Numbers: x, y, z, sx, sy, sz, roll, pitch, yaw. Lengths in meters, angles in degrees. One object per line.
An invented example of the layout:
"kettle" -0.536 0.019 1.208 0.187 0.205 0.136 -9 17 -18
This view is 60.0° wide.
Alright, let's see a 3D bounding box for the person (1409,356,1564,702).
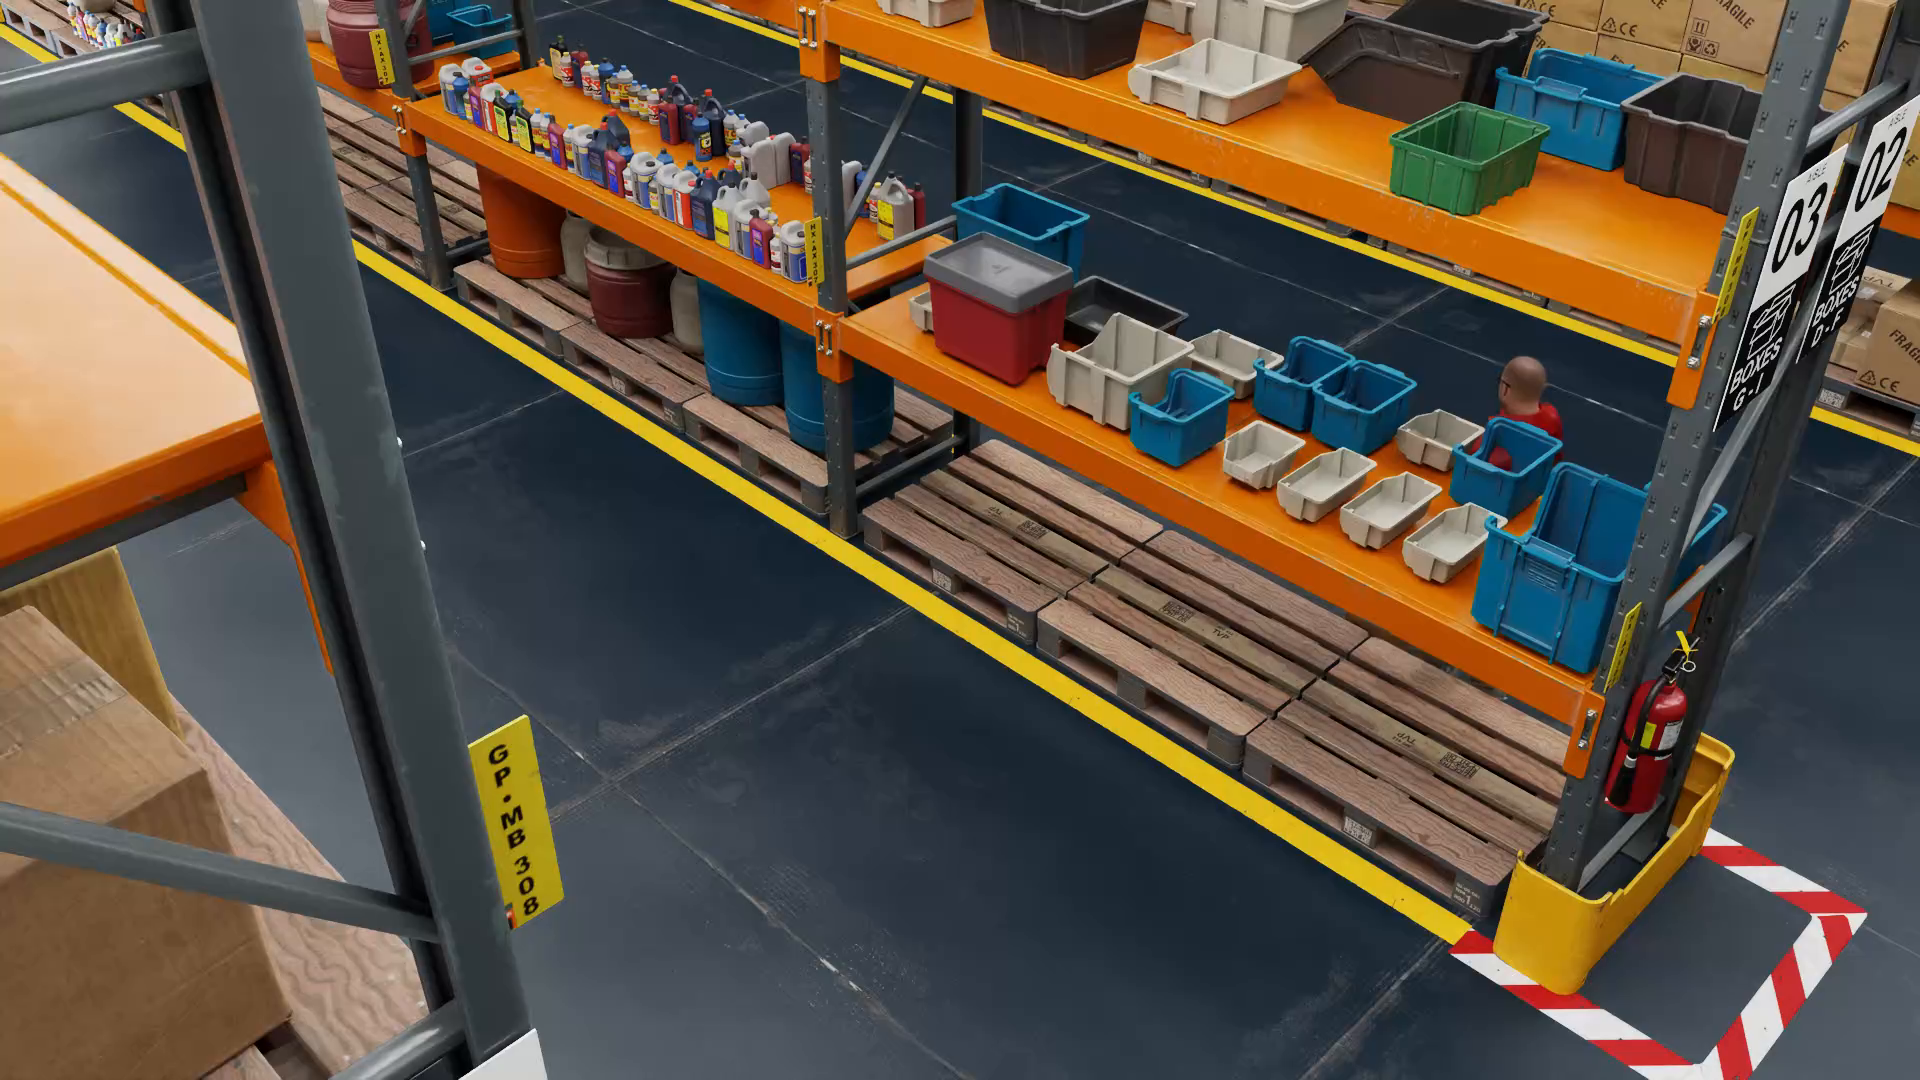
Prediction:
"person" 2.245 0.004 7.198 0.688 1.785 0.502 15 38 20
